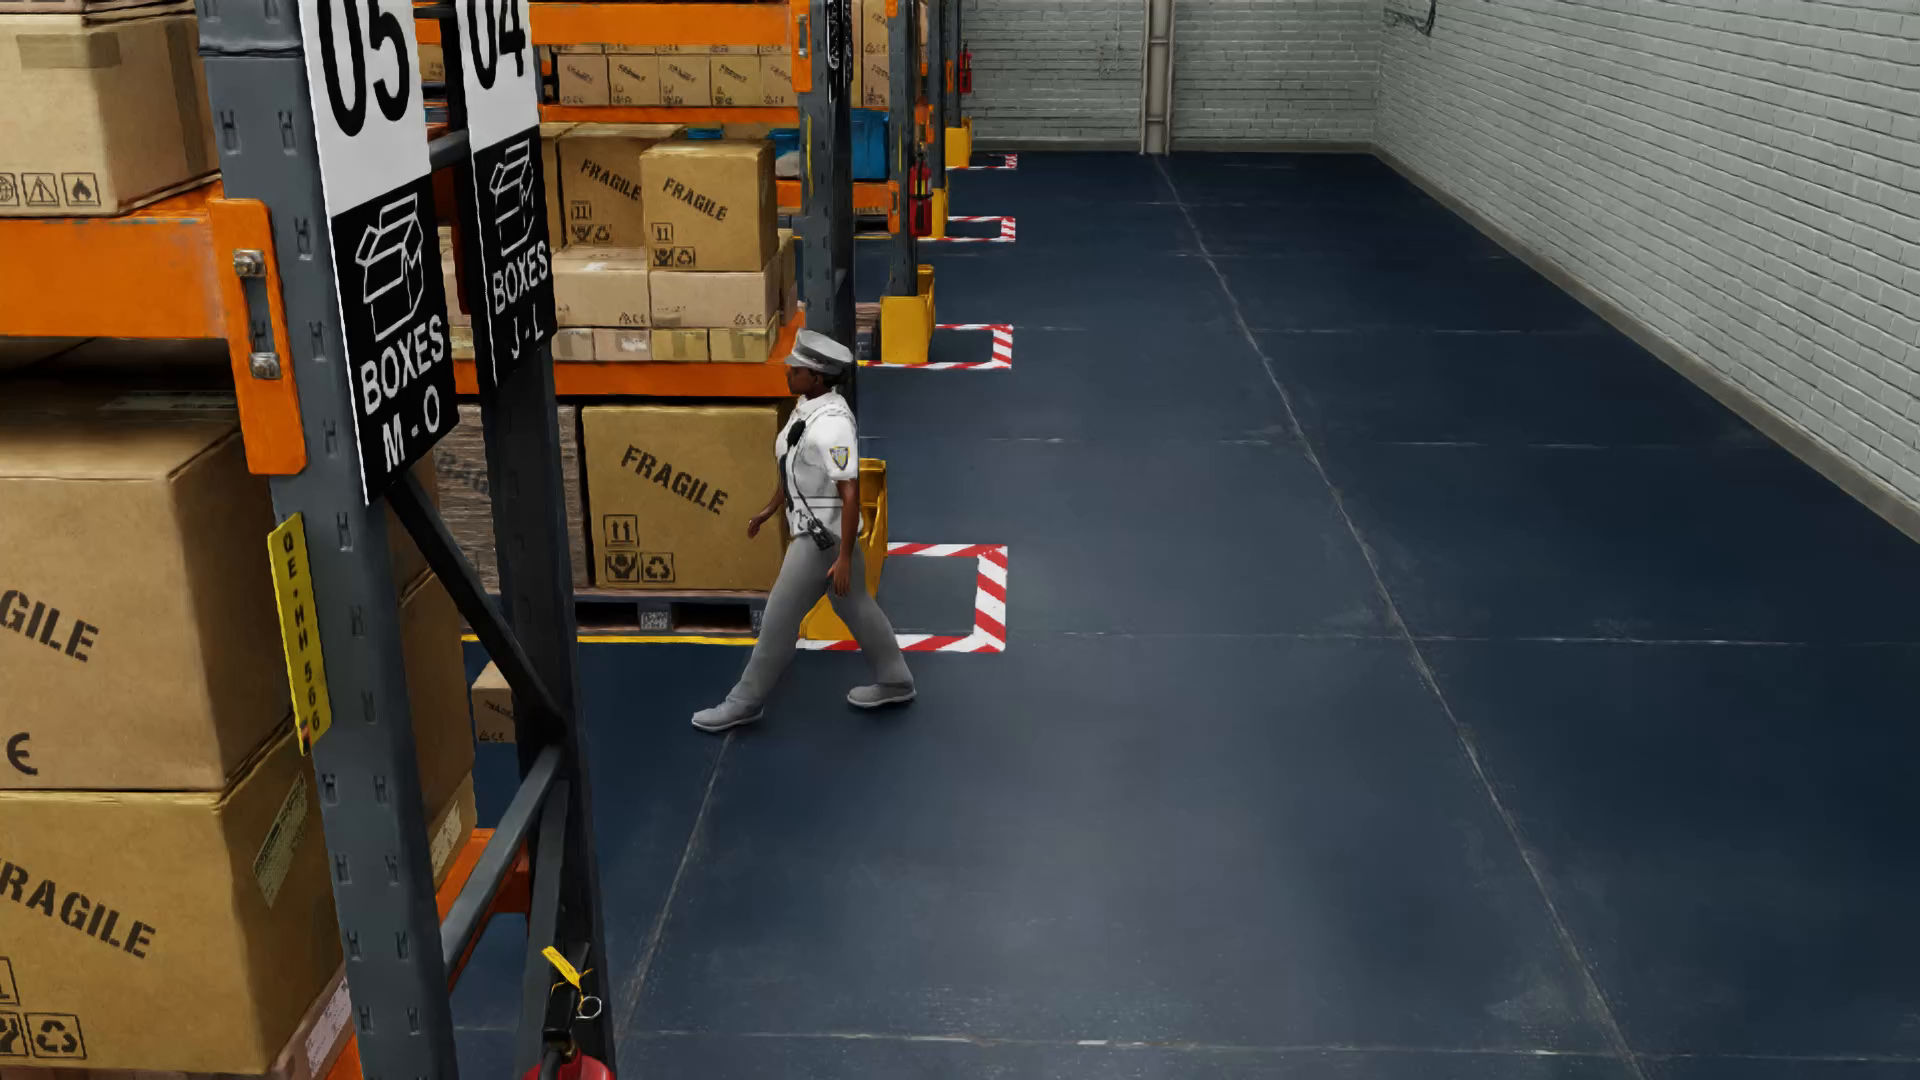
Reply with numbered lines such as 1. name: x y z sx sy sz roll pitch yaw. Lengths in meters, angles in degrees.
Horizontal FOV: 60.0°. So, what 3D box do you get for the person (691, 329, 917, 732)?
1. person: -0.641 -0.031 6.648 0.945 1.643 0.576 -3 21 -8
